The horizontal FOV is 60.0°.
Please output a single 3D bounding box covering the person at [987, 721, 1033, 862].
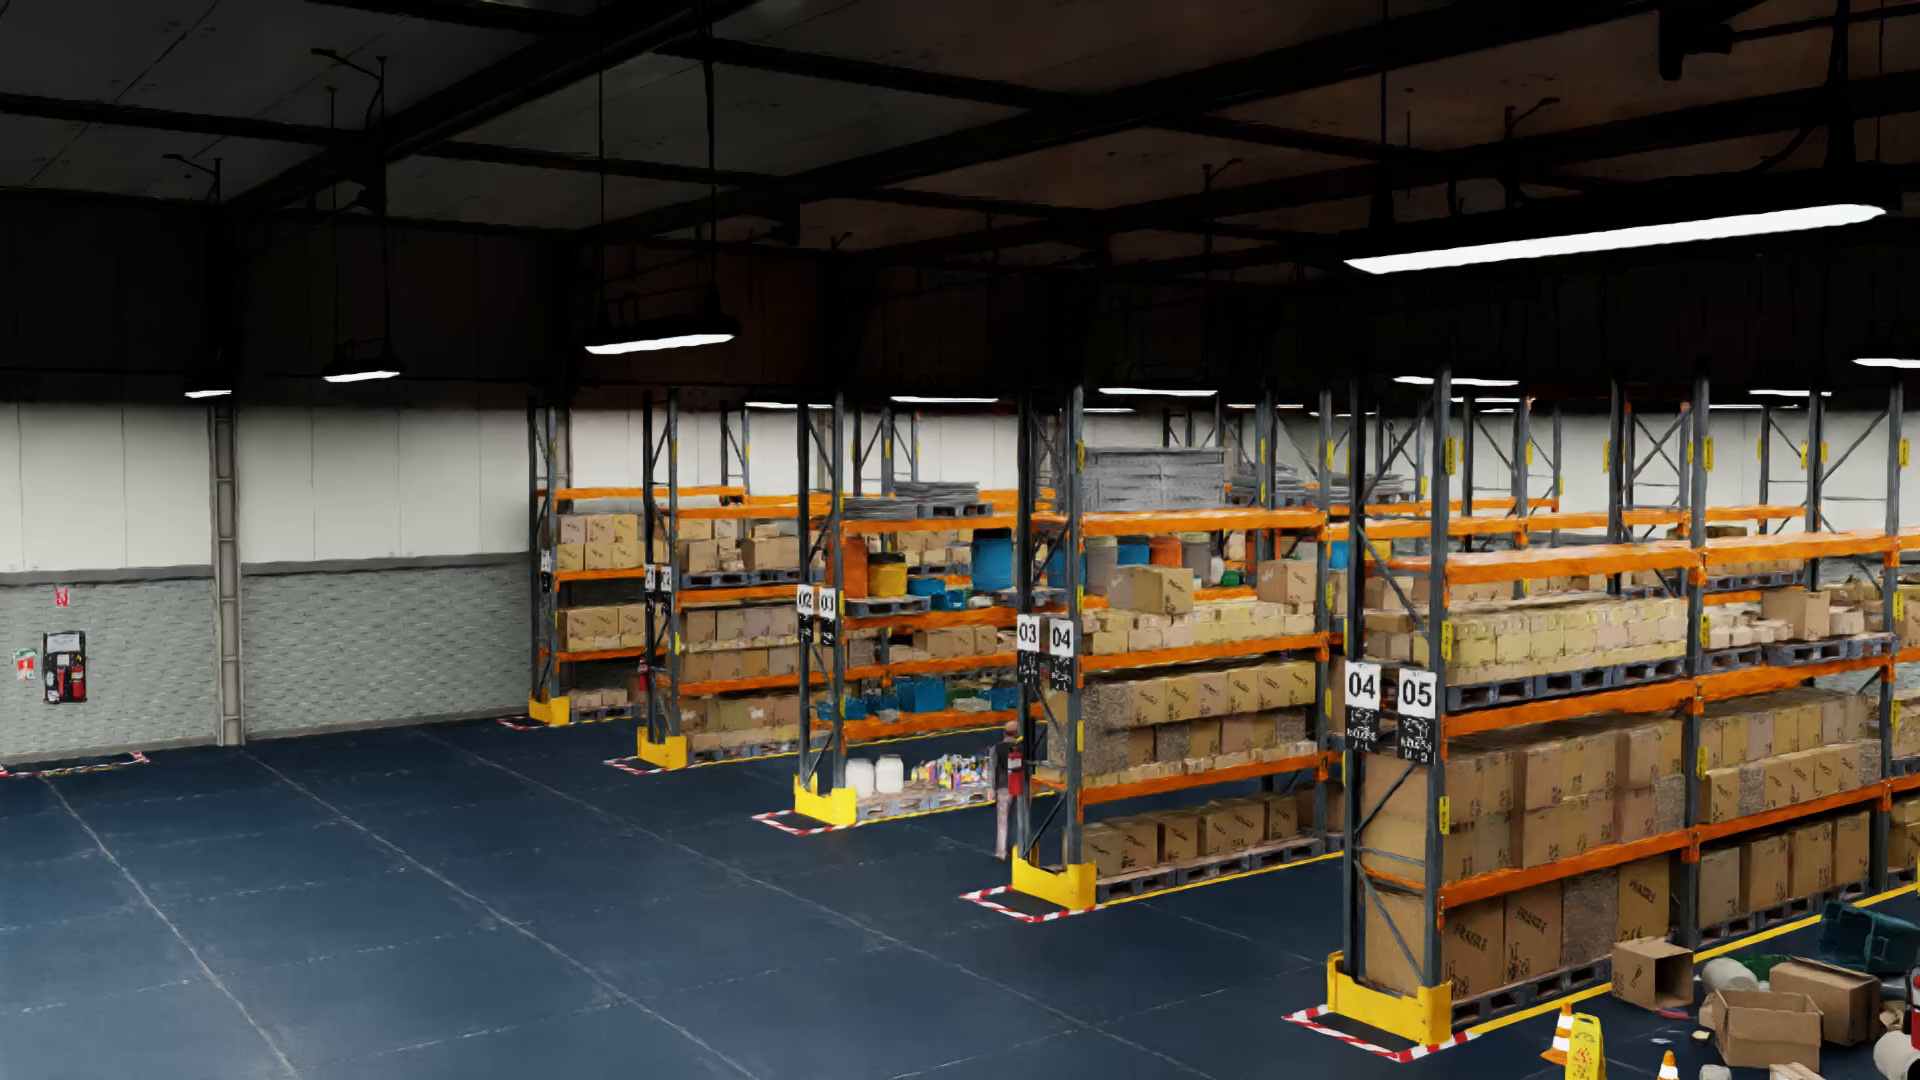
[{"bbox_3d":[0.613,3.078,20.511,0.578,1.725,0.494,0,3,-5],"label":"person"}]
